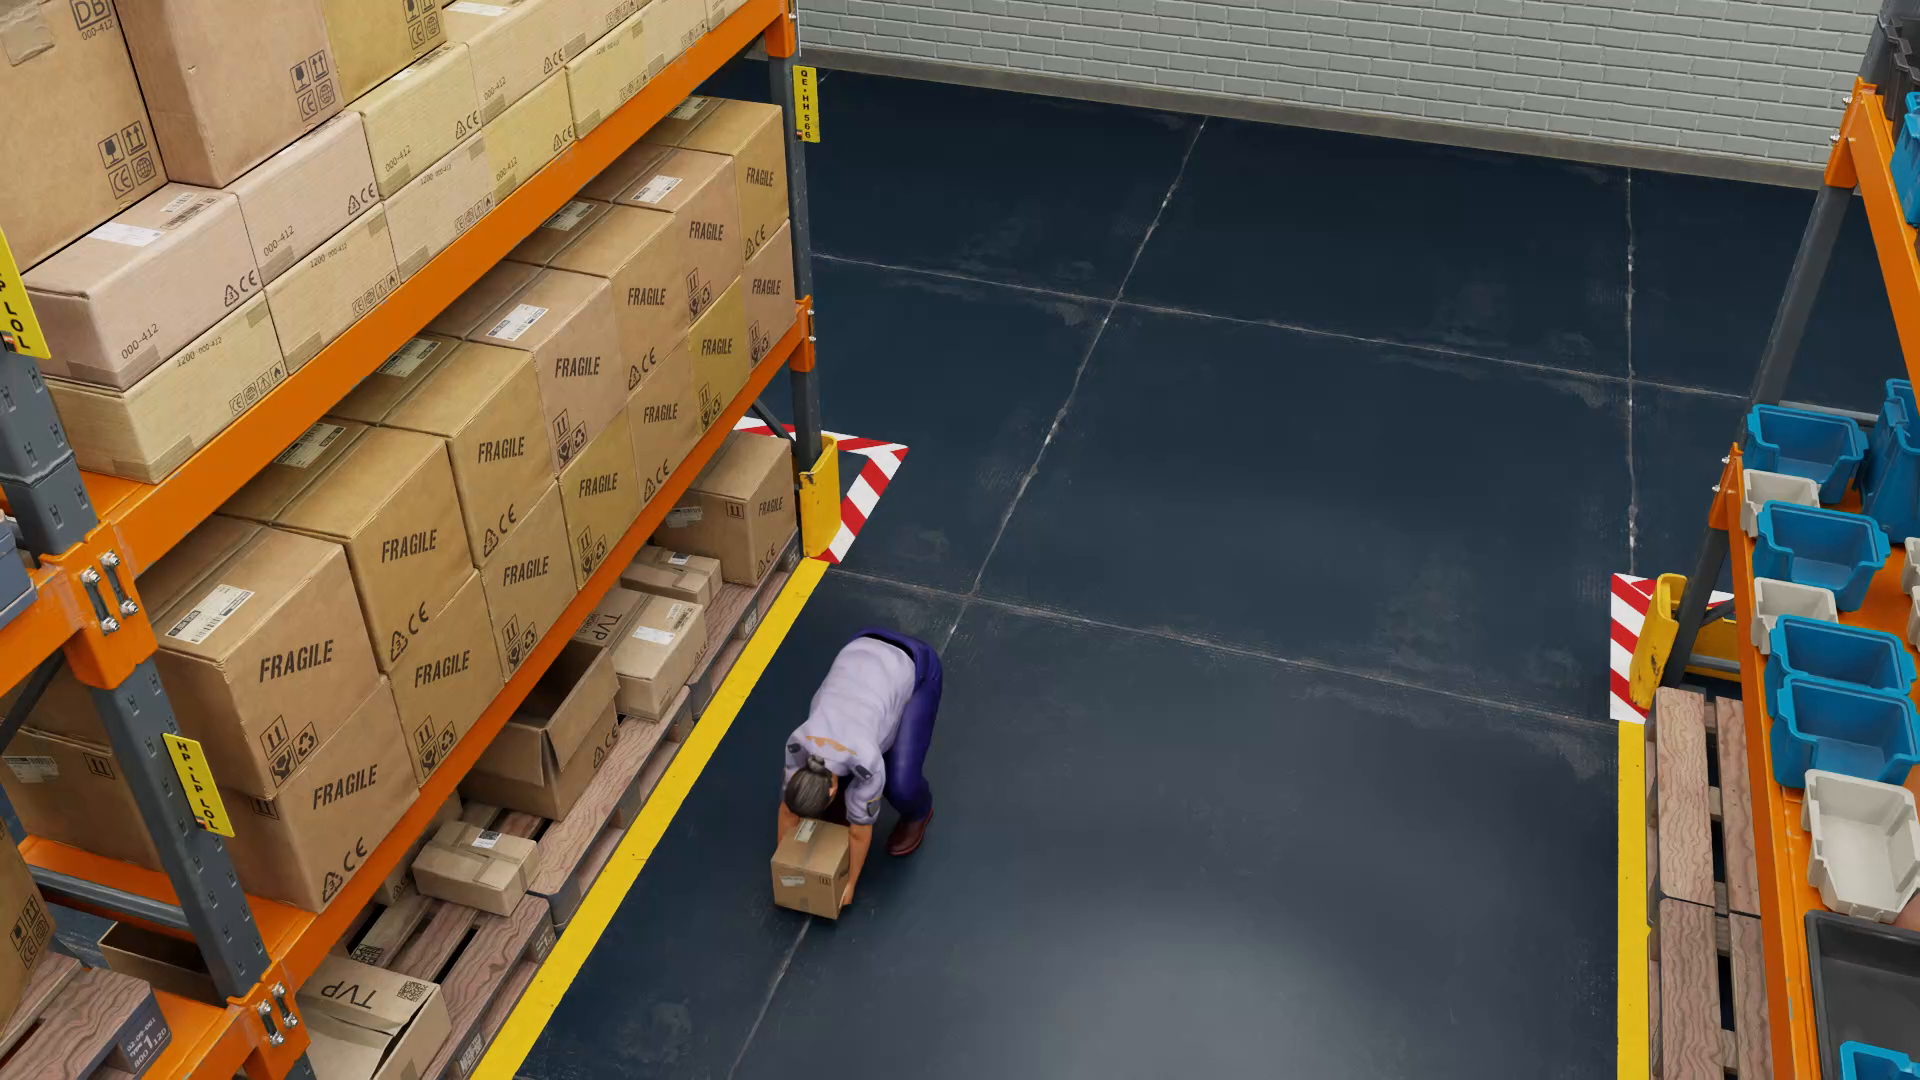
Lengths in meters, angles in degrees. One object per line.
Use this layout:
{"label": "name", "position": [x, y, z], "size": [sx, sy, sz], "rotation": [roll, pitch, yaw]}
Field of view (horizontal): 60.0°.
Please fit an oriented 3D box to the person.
{"label": "person", "position": [-0.409, 0.891, 6.366], "size": [0.515, 0.881, 0.838], "rotation": [17, 40, 21]}
